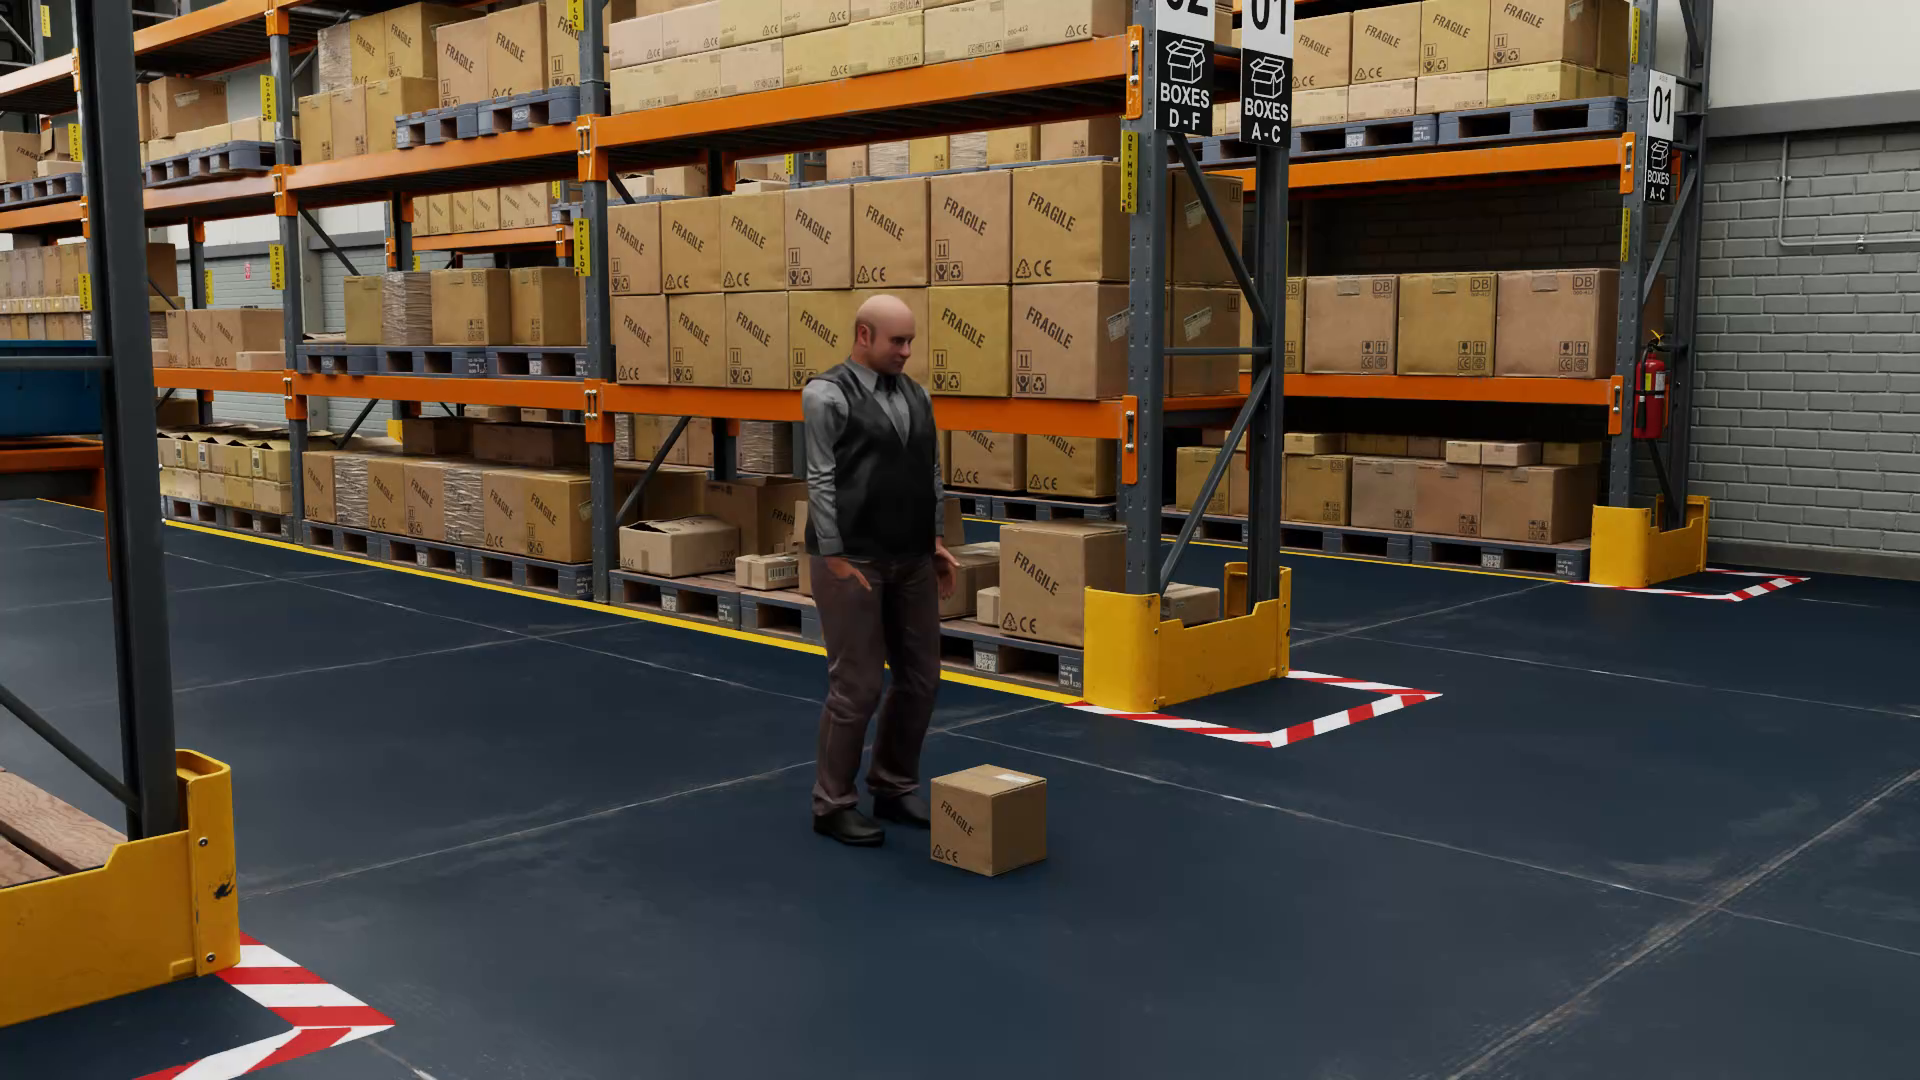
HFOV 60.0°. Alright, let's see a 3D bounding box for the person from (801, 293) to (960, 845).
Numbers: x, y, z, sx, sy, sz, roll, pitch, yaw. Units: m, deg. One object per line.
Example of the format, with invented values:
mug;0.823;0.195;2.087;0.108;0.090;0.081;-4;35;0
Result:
person;-0.257;0.082;5.290;0.361;1.713;0.538;7;10;44
